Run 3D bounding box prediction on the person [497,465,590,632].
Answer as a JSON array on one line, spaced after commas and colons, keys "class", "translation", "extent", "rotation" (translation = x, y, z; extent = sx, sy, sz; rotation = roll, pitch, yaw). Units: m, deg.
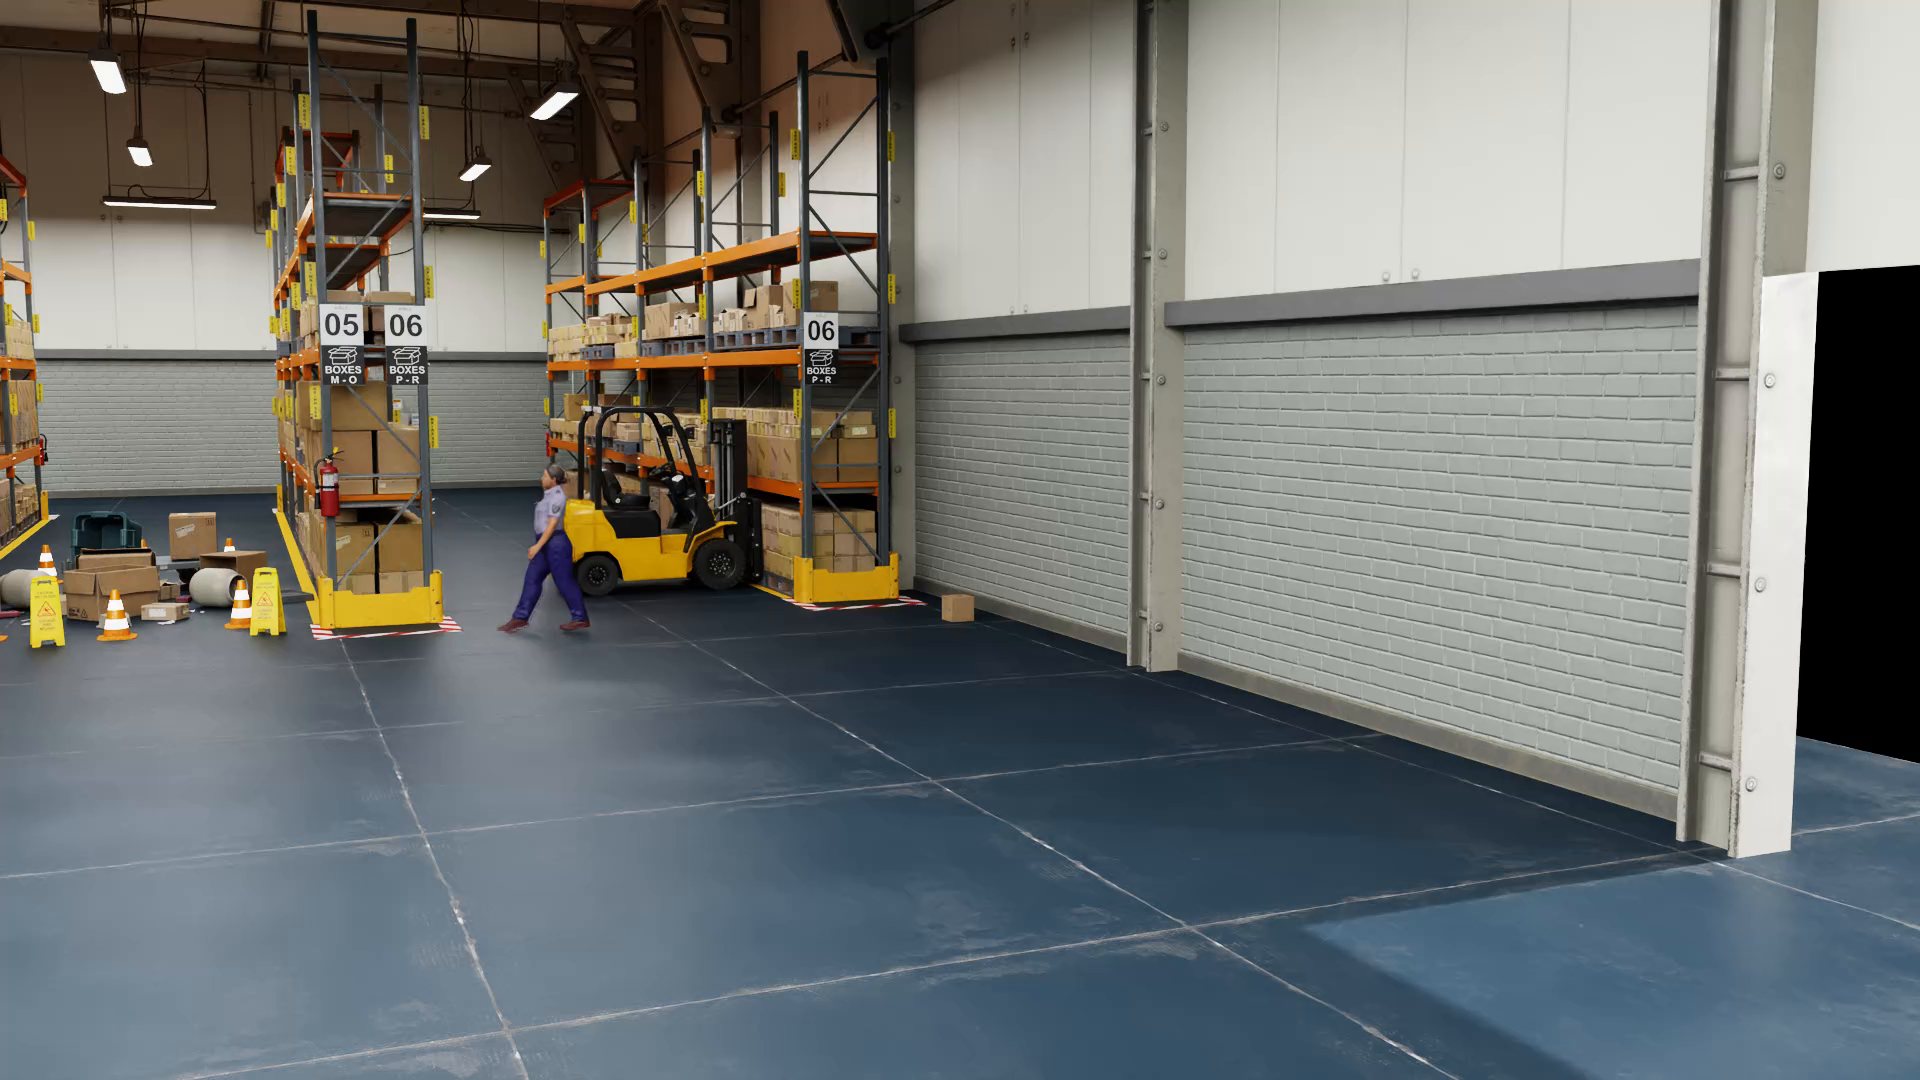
[{"class": "person", "translation": [-4.052, 0.084, 16.136], "extent": [0.856, 1.626, 0.490], "rotation": [-2, 6, -23]}]
